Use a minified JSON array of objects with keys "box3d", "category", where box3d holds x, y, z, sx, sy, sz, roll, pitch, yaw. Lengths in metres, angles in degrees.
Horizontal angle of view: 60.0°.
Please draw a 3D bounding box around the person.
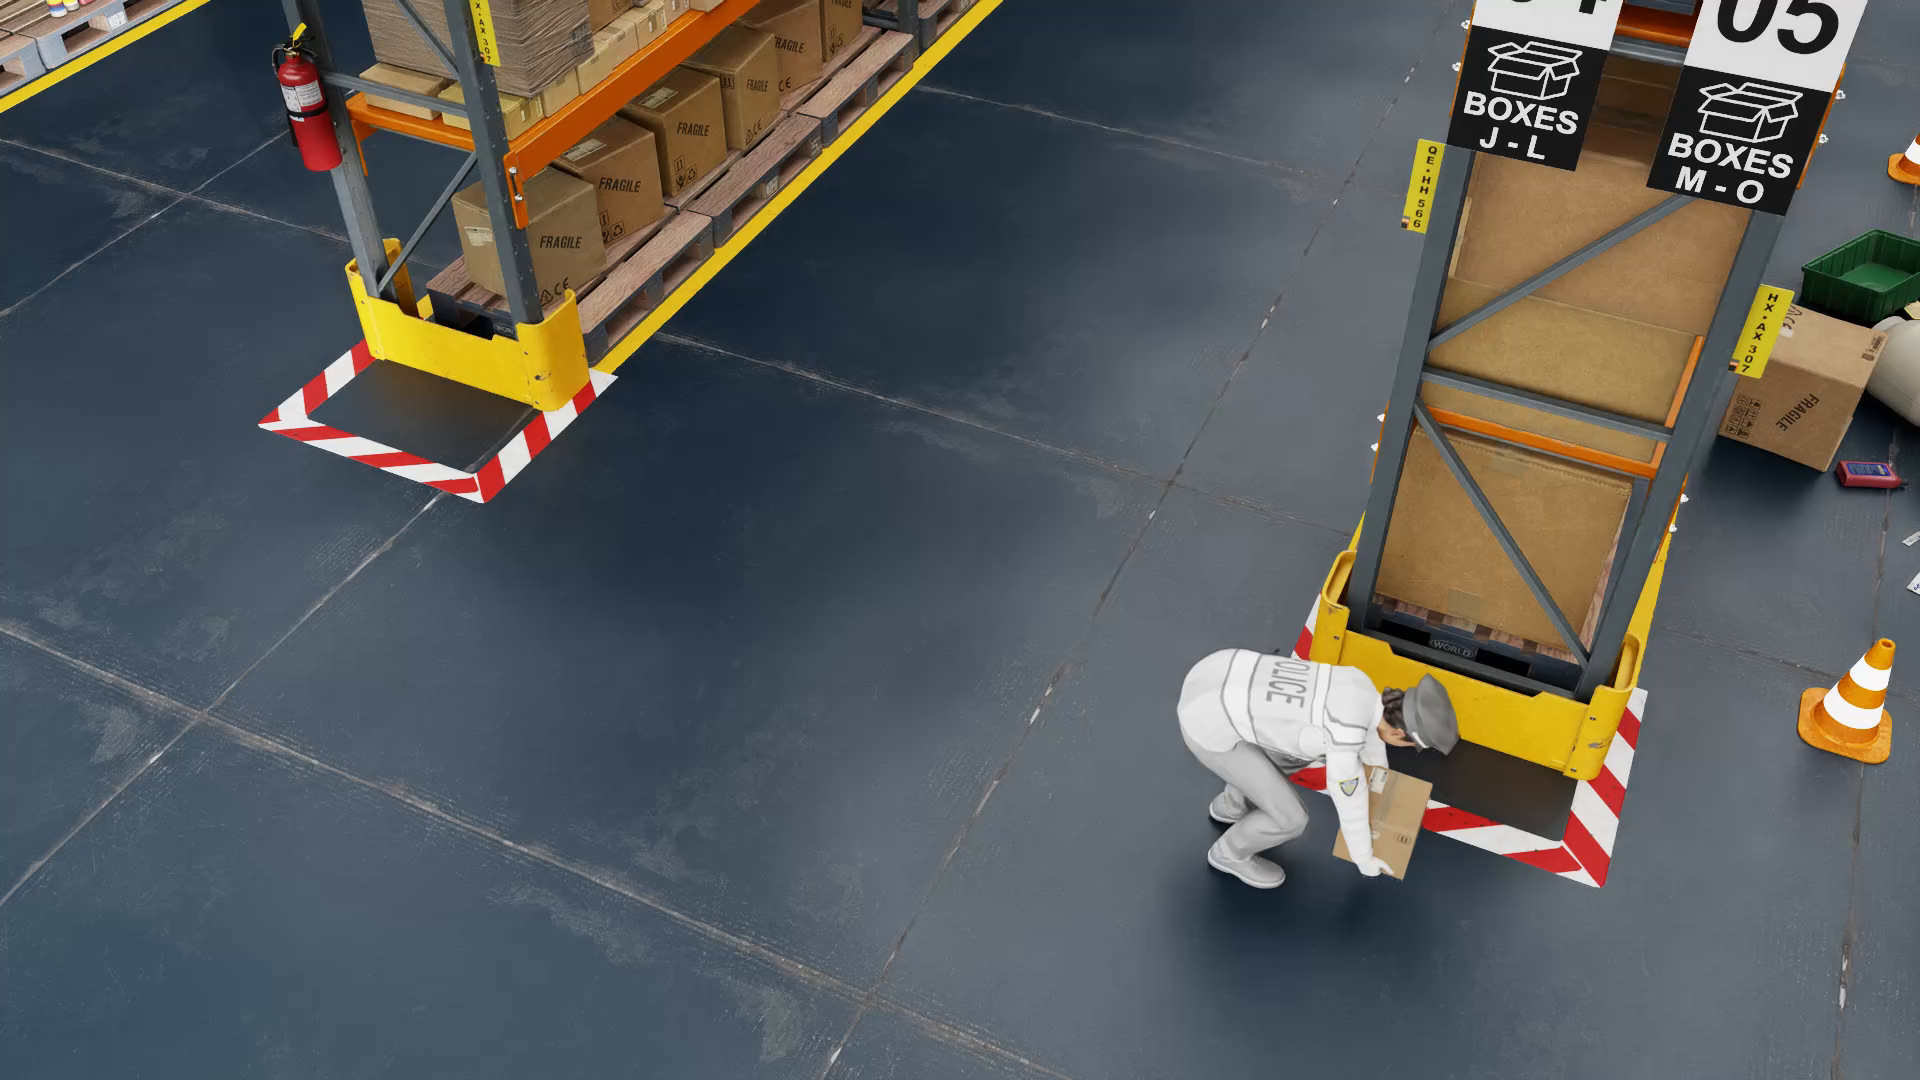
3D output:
[{"box3d":[1.207,0.772,5.757,0.921,1.065,0.448,13,44,13],"category":"person"}]
